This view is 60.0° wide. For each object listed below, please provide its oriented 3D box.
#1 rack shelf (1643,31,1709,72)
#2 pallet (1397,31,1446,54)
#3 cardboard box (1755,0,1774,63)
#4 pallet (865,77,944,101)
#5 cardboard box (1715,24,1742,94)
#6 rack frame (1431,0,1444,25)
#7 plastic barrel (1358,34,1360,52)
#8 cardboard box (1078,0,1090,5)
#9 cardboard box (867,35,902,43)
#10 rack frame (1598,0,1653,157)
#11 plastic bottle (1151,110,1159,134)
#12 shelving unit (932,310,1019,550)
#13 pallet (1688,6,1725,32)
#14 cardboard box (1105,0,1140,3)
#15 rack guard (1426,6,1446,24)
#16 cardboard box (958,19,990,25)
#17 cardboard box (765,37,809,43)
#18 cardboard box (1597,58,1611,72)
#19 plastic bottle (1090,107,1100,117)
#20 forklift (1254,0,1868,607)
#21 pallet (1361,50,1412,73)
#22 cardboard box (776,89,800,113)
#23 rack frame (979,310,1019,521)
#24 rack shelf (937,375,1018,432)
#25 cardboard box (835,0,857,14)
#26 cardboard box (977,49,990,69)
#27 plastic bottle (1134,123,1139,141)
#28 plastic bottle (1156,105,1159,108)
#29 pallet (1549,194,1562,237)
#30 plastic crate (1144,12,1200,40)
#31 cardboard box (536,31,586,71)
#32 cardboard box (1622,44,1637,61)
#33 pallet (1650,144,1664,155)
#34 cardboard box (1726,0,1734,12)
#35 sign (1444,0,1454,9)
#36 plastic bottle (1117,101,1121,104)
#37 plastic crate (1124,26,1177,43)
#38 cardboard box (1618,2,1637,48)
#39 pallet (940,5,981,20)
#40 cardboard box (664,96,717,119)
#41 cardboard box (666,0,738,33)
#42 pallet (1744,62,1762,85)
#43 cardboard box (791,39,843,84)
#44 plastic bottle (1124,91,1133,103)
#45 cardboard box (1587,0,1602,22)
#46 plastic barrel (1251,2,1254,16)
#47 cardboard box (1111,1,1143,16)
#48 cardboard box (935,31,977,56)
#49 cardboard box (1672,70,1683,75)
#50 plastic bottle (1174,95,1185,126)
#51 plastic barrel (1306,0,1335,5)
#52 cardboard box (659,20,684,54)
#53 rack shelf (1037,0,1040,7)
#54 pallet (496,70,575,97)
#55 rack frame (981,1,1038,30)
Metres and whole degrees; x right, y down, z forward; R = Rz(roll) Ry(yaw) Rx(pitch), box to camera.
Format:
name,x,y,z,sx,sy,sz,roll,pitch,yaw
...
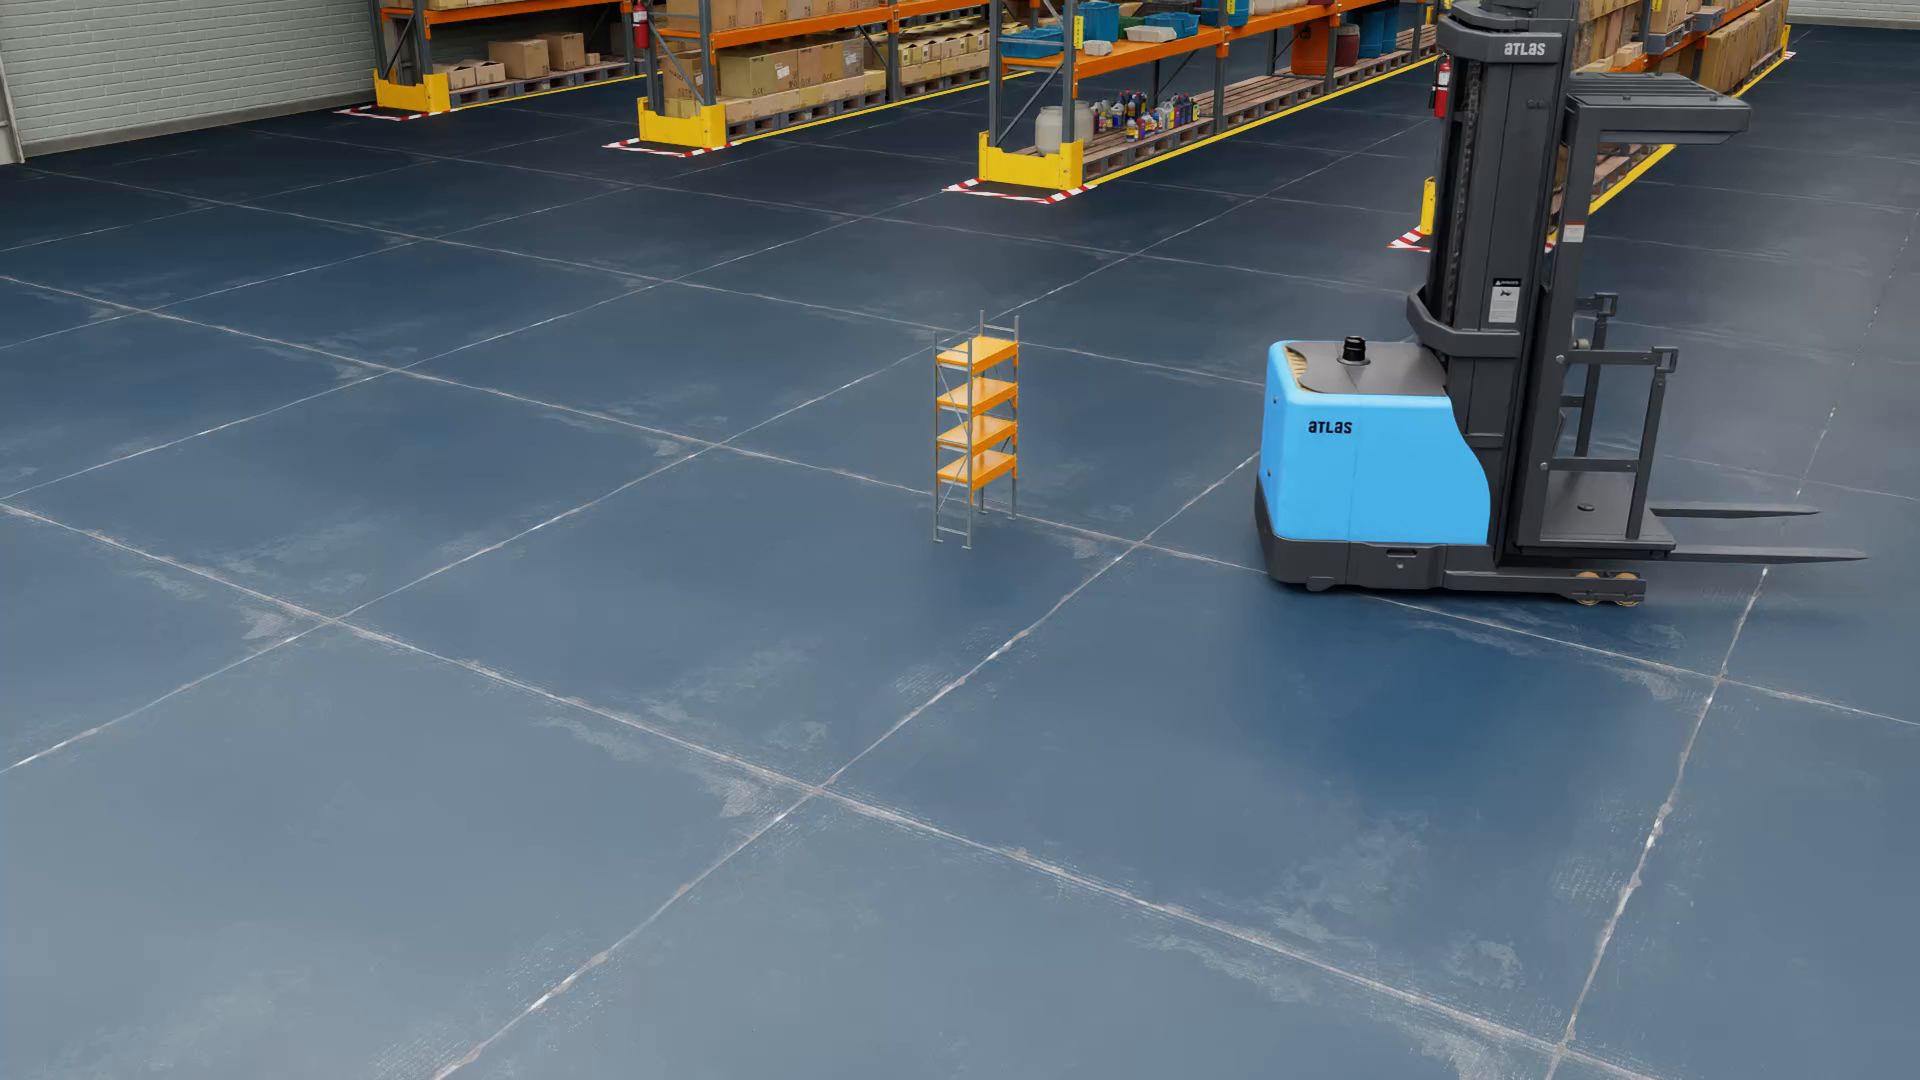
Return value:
name,x,y,z,sx,sy,sz,roll,pitch,yaw
rack shelf,8.146,-5.953,20.130,1.077,0.370,4.000,14,27,29
pallet,8.101,-8.736,29.164,1.003,0.211,1.213,14,27,29
cardboard box,12.202,-8.035,26.182,0.875,0.875,0.875,14,27,29
pallet,-0.967,-6.662,24.374,1.003,0.211,1.213,14,27,29
cardboard box,10.060,-6.703,23.105,1.225,0.875,0.875,14,27,29
rack frame,9.213,-10.696,30.182,1.000,3.000,0.127,14,27,29
plastic barrel,6.054,-7.806,26.109,0.421,0.512,0.421,0,23,0
cardboard box,1.907,-9.334,28.685,0.500,0.250,0.500,14,27,29
cardboard box,-1.084,-7.247,24.441,0.500,0.311,0.500,15,27,30
rack frame,7.091,-5.608,18.428,1.000,3.000,0.127,14,27,29
plastic bottle,2.335,-5.010,19.928,0.097,0.271,0.097,0,23,0
shelving unit,0.087,-0.606,9.141,0.258,1.200,0.503,14,27,29
pallet,8.916,-6.607,20.978,1.213,0.211,1.003,14,27,29
cardboard box,2.957,-9.692,30.454,0.500,0.500,0.500,14,27,29
rack guard,9.215,-9.560,30.703,1.175,0.500,0.348,14,27,29
cardboard box,0.261,-8.108,26.430,0.500,0.311,0.500,15,28,31
cardboard box,-2.361,-6.532,22.551,0.500,0.500,0.500,14,27,29
cardboard box,6.424,-4.855,17.006,0.380,0.149,0.250,14,27,29
plastic bottle,1.599,-5.086,20.096,0.152,0.276,0.135,13,27,28
forklift,3.150,-1.226,8.393,3.031,2.935,1.130,2,23,4
pallet,6.661,-7.815,27.036,1.003,0.211,1.213,14,27,29
cardboard box,-2.436,-5.738,21.662,0.500,0.250,0.500,14,27,29
rack frame,0.216,-0.689,9.331,0.240,1.200,0.015,14,27,29
rack shelf,0.087,-0.750,9.079,0.258,0.148,0.480,14,27,29
cardboard box,-1.824,-7.400,22.443,0.700,0.500,0.500,14,27,28
cardboard box,0.180,-7.393,25.485,0.500,0.250,0.500,15,27,30
plastic bottle,2.049,-4.795,19.519,0.097,0.201,0.097,0,23,0
plastic bottle,2.416,-5.162,20.265,0.061,0.283,0.133,14,27,29
pallet,5.480,-3.271,16.539,1.003,0.211,1.213,14,27,29
plastic crate,2.530,-6.147,19.861,0.499,0.251,0.616,14,27,29
cardboard box,-6.047,-7.418,25.202,0.500,0.500,0.500,12,26,25
cardboard box,7.087,-5.276,17.978,0.380,0.149,0.250,14,27,29
pallet,8.143,-5.005,20.545,1.003,0.211,1.213,14,27,29
cardboard box,10.226,-7.459,22.578,0.500,0.500,0.500,13,27,28
sign,4.520,-5.057,15.301,0.100,0.325,0.005,14,27,29
plastic bottle,1.960,-5.289,20.572,0.097,0.271,0.097,0,23,0
plastic crate,2.242,-5.924,19.490,0.530,0.136,0.437,14,27,29
cardboard box,6.801,-5.651,18.028,0.875,0.500,0.500,14,27,29
pallet,-0.203,-10.796,33.923,1.003,0.211,1.213,14,27,29
cardboard box,-3.401,-5.509,21.132,0.500,0.250,0.500,14,27,29
cardboard box,-3.176,-6.536,20.446,0.700,0.500,0.500,14,27,29
pallet,11.779,-7.268,25.774,1.003,0.211,1.213,14,27,29
cardboard box,-1.916,-6.422,22.297,0.500,0.500,0.500,14,27,29
plastic bottle,2.105,-5.447,20.836,0.144,0.351,0.185,15,27,30
cardboard box,5.773,-5.195,15.715,0.500,0.500,0.500,14,27,29
plastic barrel,3.712,-6.997,21.811,0.301,0.262,0.301,0,23,0
cardboard box,2.880,-9.213,29.349,0.500,0.500,0.500,14,27,29
cardboard box,-0.083,-7.480,24.979,0.500,0.311,0.500,15,27,30
cardboard box,8.865,-5.782,21.424,0.700,0.500,0.500,12,26,26
plastic bottle,2.687,-5.290,20.473,0.144,0.351,0.185,12,26,26
plastic barrel,5.006,-7.838,23.409,0.600,0.536,0.708,14,27,29
cardboard box,-4.929,-8.214,27.040,0.700,0.500,0.500,13,27,28
rack shelf,1.842,-9.380,28.047,1.077,0.370,4.000,14,27,29
pallet,-6.500,-6.795,24.680,1.003,0.211,1.213,14,27,29
rack frame,0.787,-9.035,26.345,1.000,3.000,0.127,14,27,29
